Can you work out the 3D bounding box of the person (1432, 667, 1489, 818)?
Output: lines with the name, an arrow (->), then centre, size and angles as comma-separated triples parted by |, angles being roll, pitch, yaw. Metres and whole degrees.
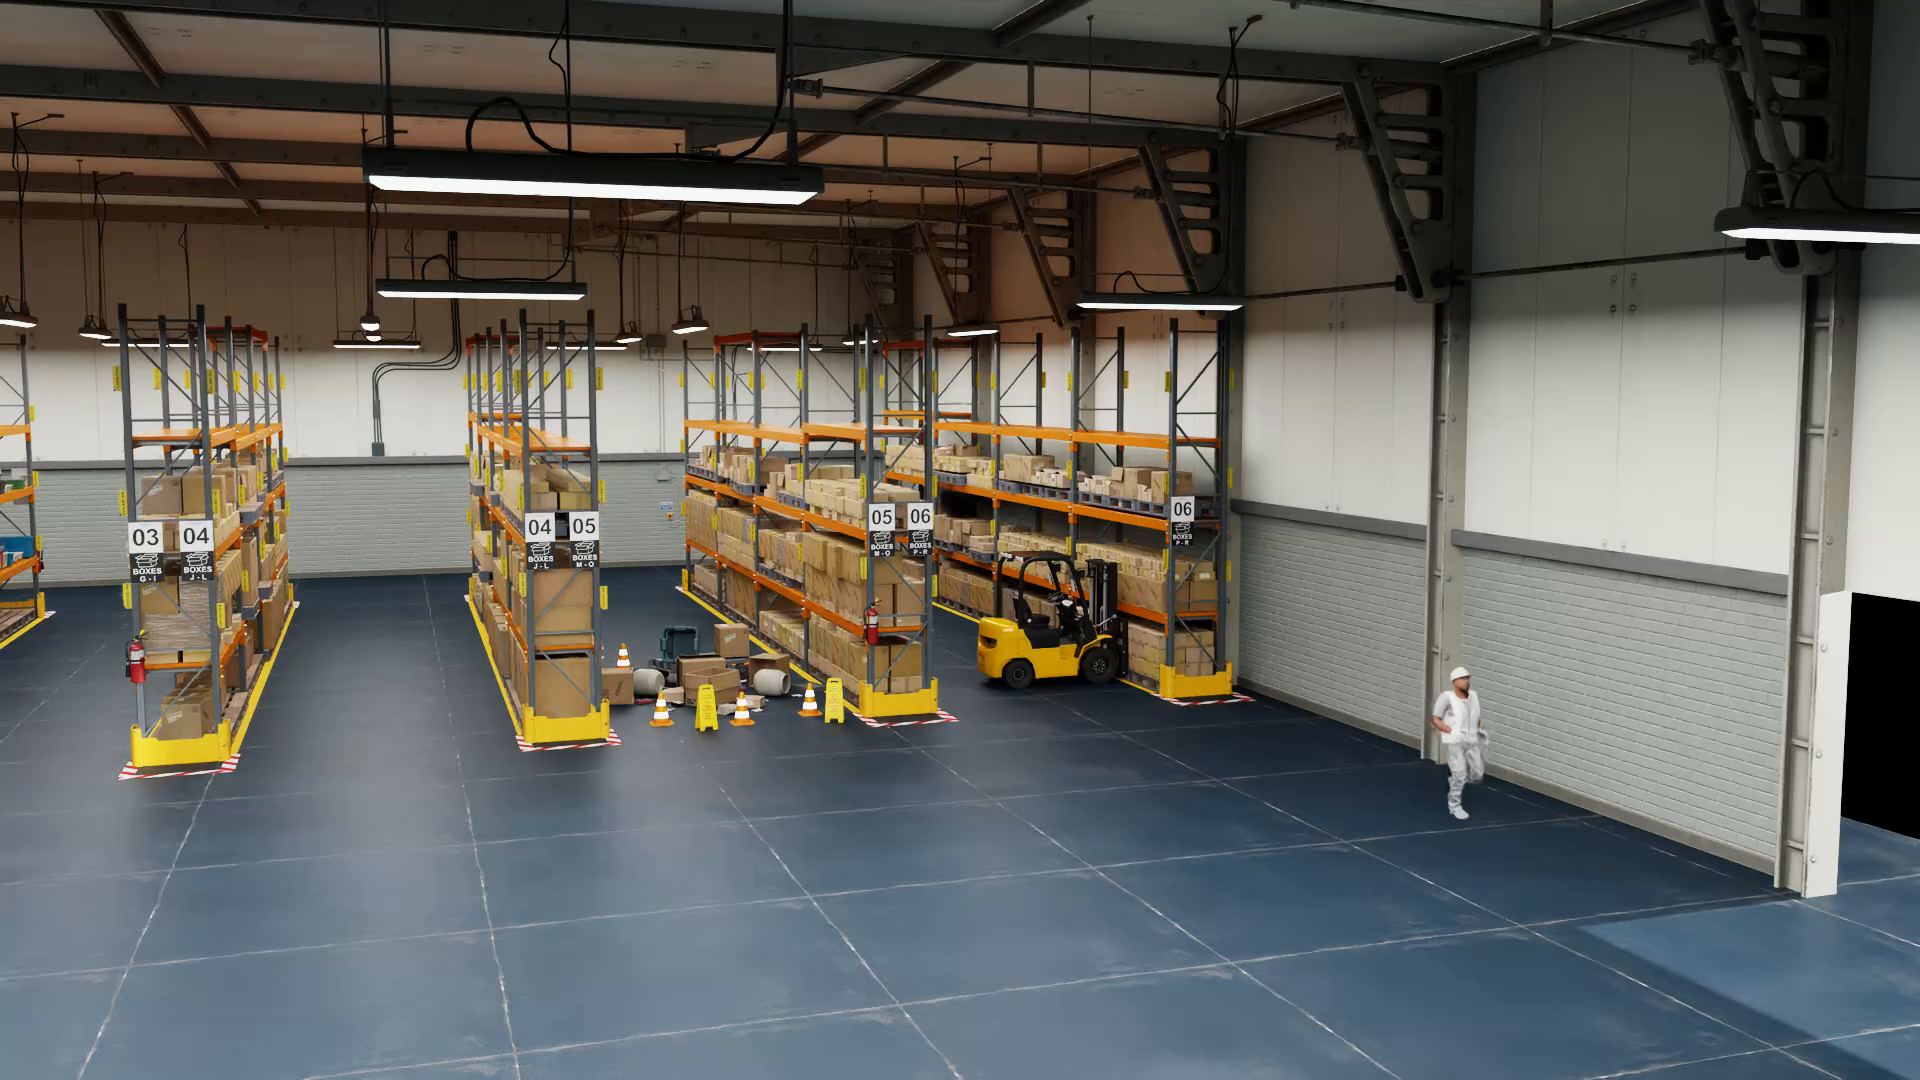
person -> 5.775, 2.331, 19.140 | 0.685, 1.736, 0.546 | -2, 6, -21
